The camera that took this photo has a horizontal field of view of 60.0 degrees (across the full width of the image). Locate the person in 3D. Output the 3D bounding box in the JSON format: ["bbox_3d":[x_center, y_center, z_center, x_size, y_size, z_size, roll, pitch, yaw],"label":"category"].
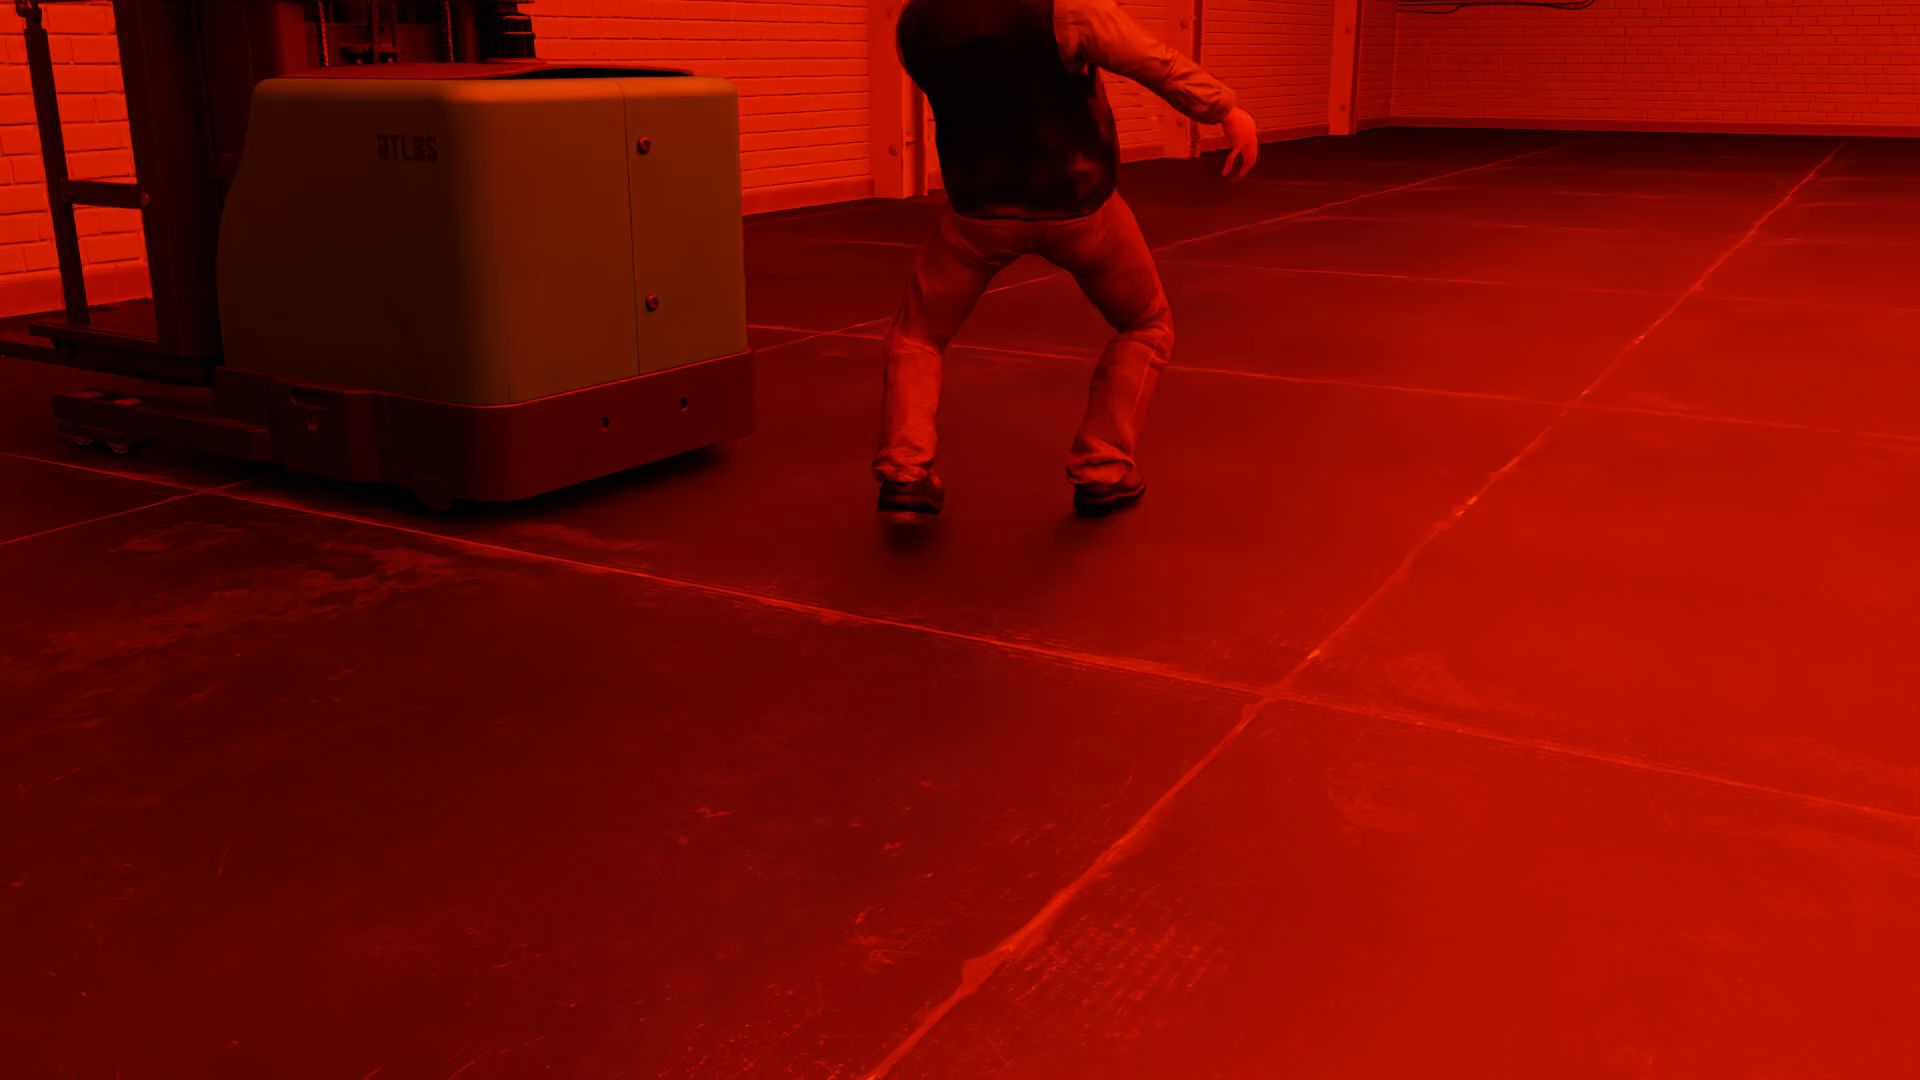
[{"bbox_3d":[0.267,-0.827,4.112,0.921,1.519,0.802,1,16,5],"label":"person"}]

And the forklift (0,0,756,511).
[{"bbox_3d":[-2.117,-1.773,4.874,3.031,2.935,1.130,10,19,31],"label":"forklift"}]
